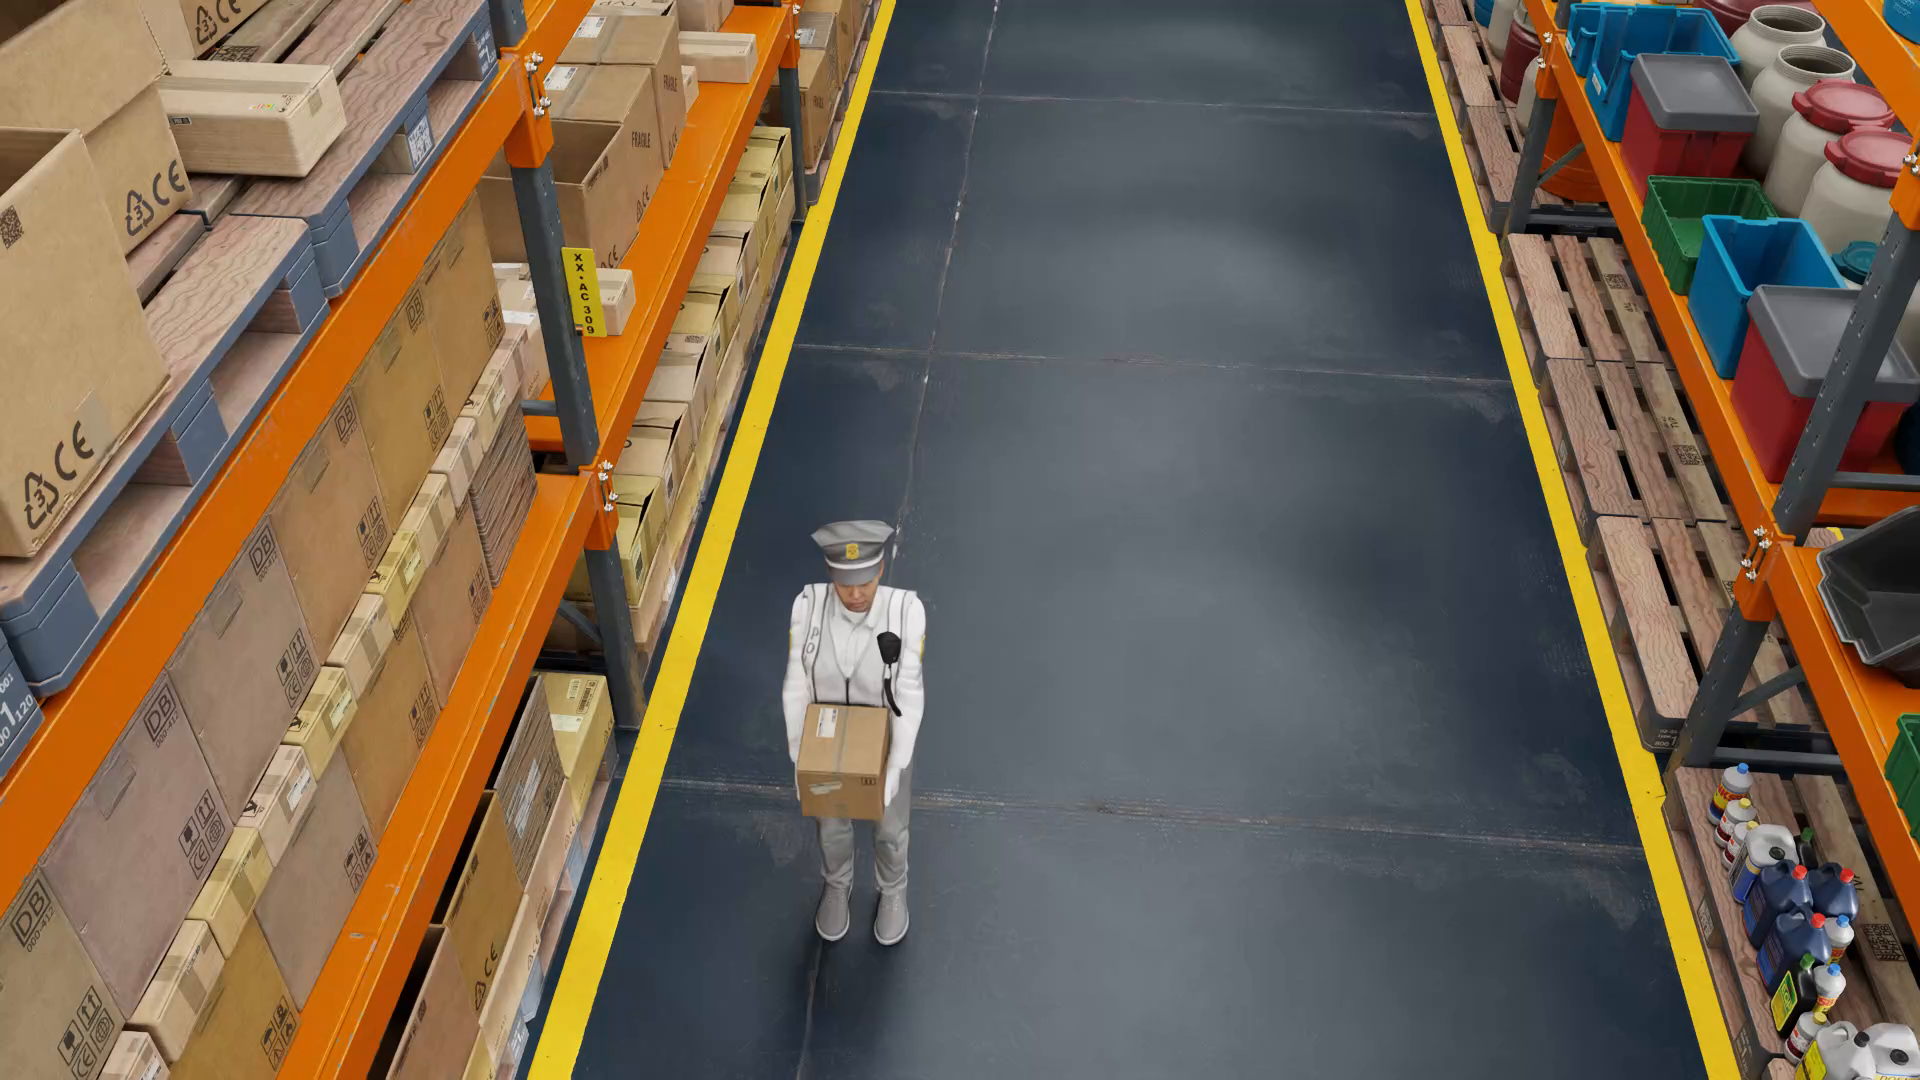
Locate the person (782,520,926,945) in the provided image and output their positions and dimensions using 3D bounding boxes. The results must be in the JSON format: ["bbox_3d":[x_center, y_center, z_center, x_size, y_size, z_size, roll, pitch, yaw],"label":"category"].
[{"bbox_3d":[-0.334,0.675,5.345,0.446,1.691,0.530,3,40,4],"label":"person"}]
